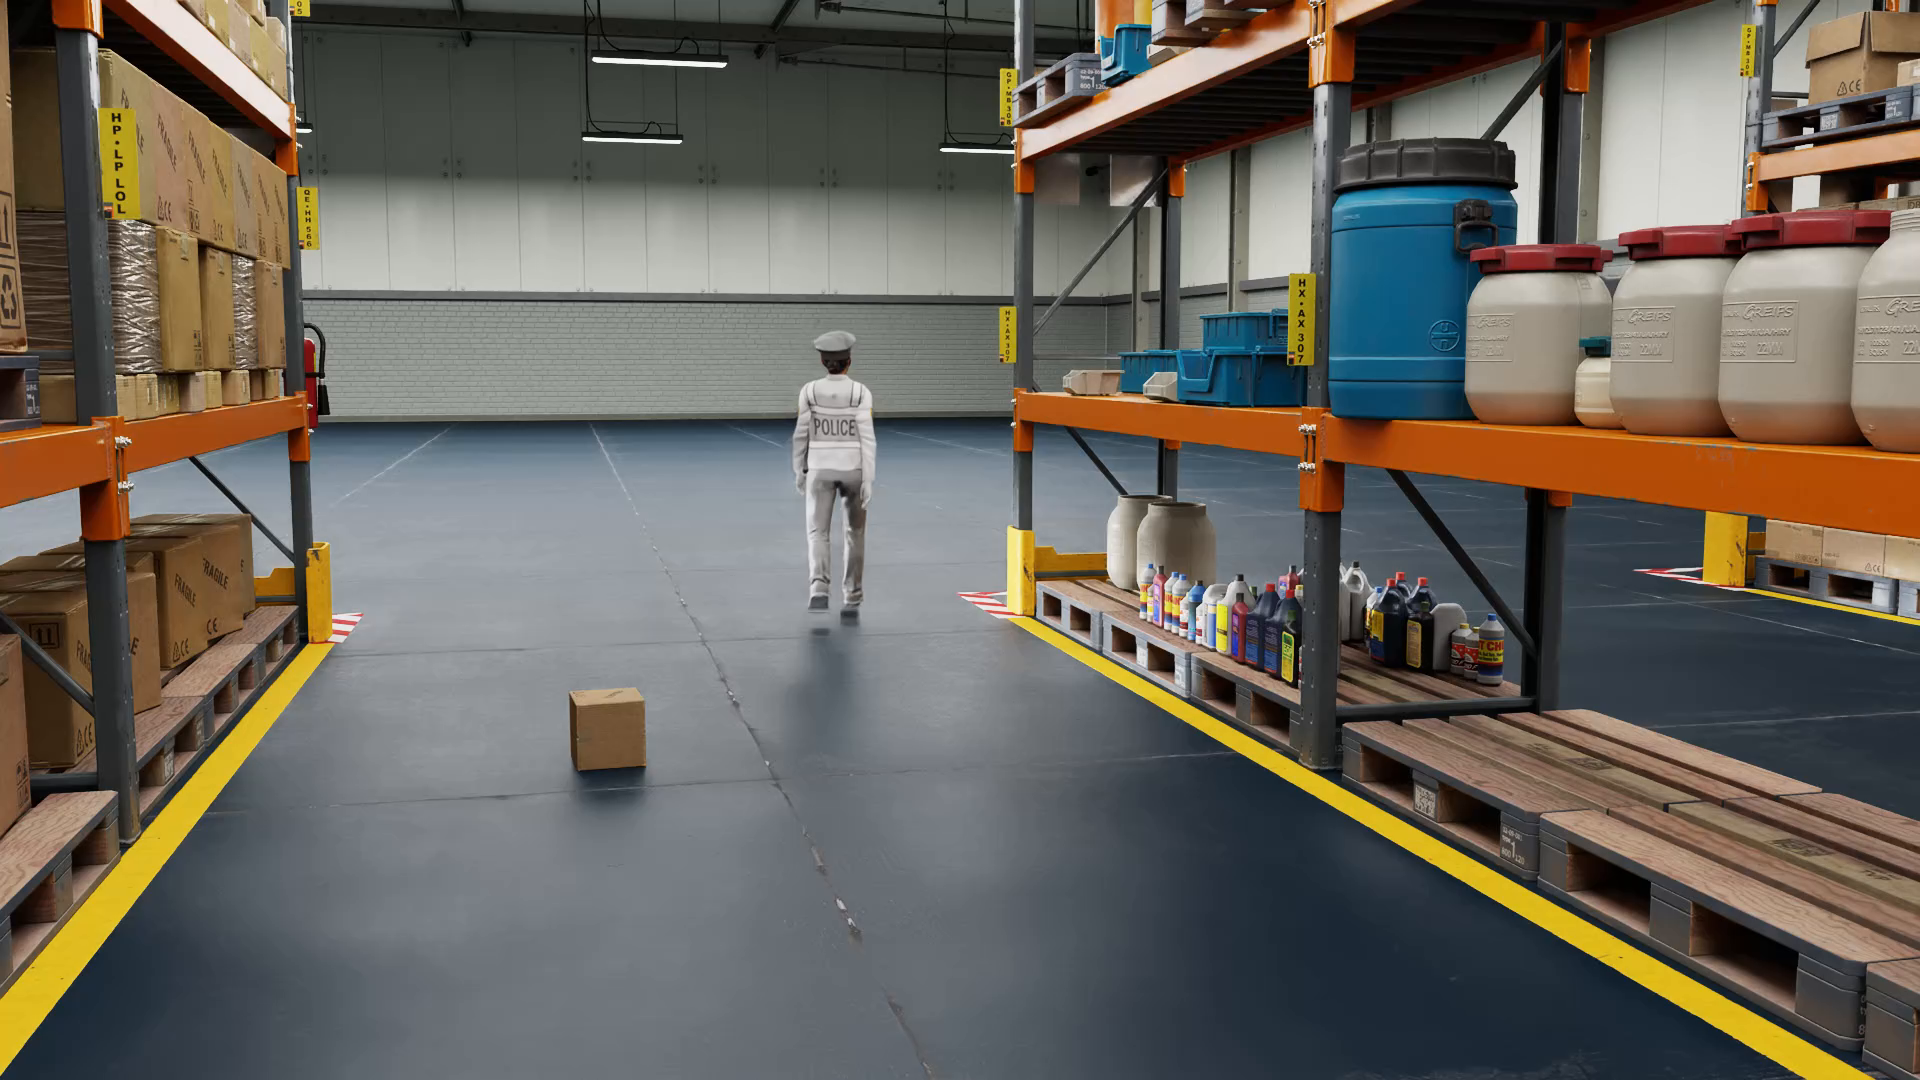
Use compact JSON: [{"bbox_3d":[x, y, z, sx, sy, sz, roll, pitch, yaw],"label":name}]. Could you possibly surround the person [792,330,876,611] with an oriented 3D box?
[{"bbox_3d":[-0.731,-0.395,9.663,0.490,1.637,0.992,0,6,-3],"label":"person"}]
